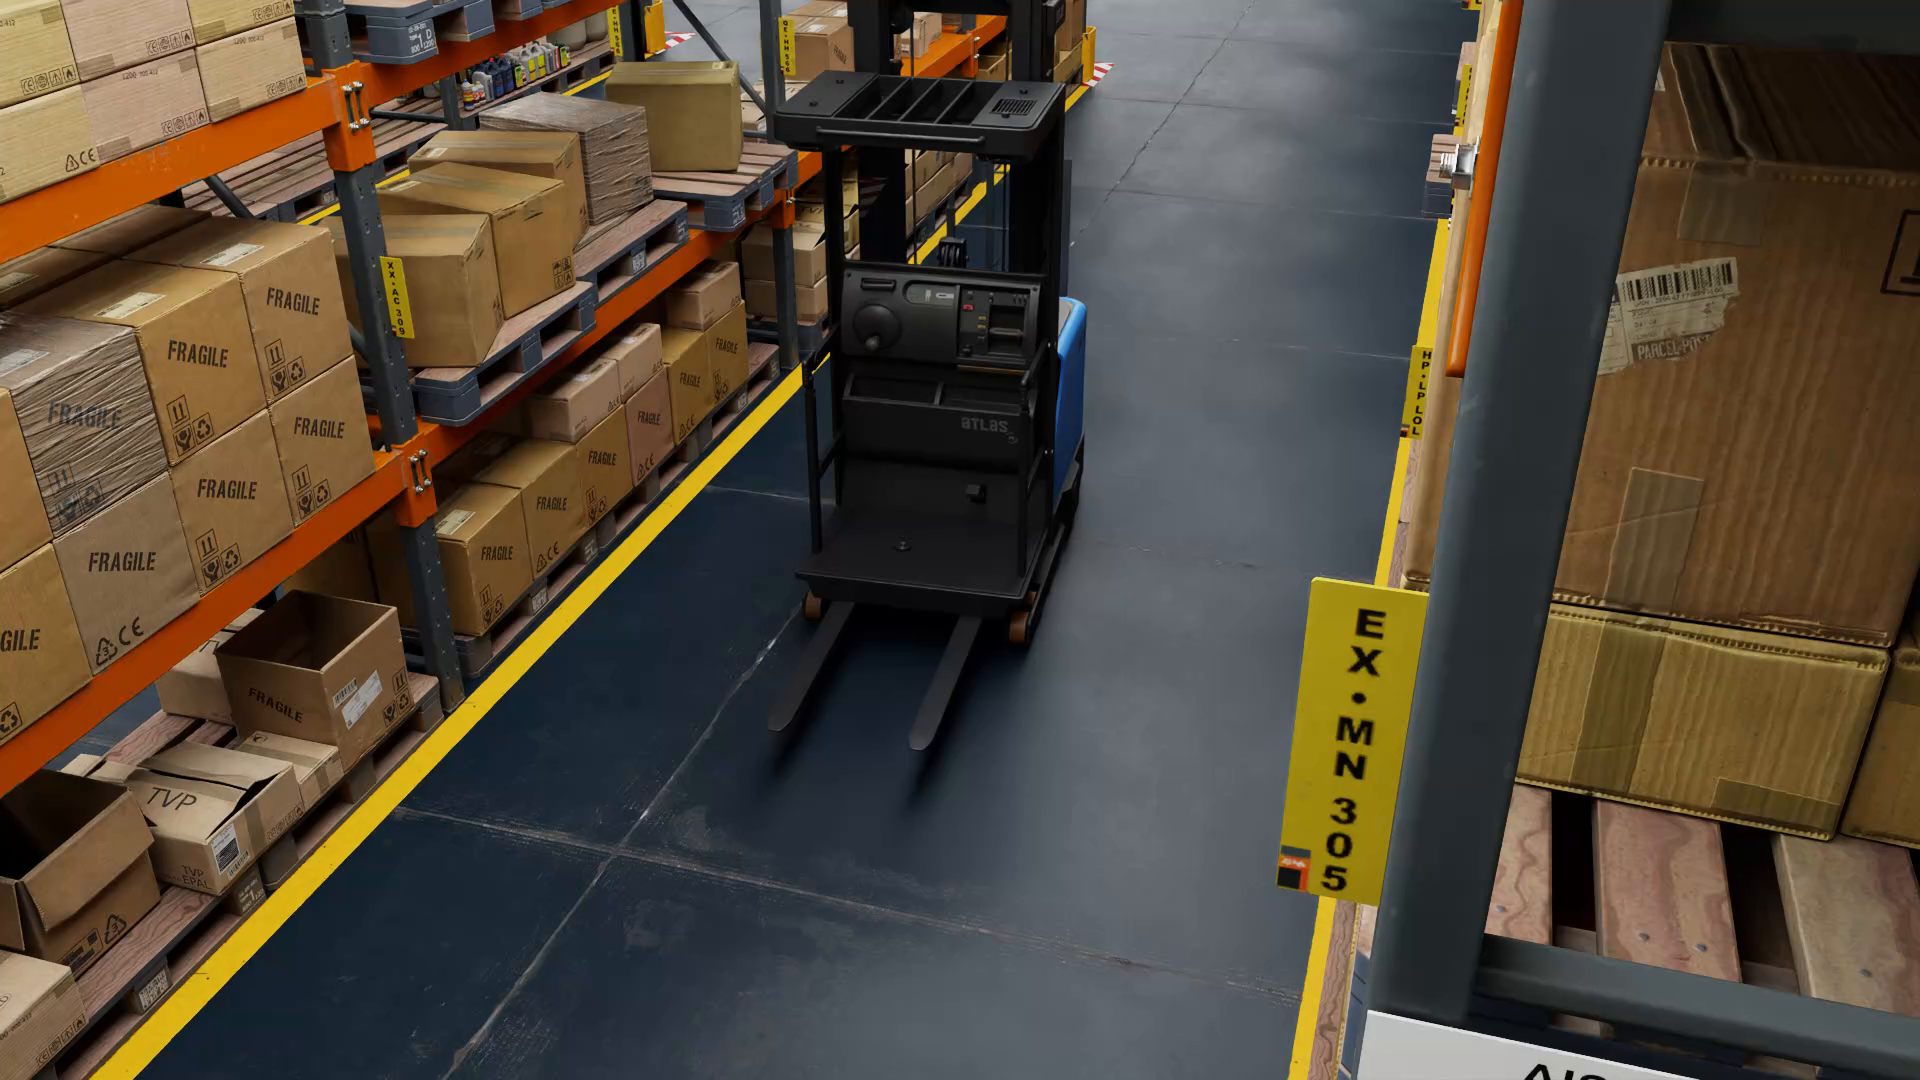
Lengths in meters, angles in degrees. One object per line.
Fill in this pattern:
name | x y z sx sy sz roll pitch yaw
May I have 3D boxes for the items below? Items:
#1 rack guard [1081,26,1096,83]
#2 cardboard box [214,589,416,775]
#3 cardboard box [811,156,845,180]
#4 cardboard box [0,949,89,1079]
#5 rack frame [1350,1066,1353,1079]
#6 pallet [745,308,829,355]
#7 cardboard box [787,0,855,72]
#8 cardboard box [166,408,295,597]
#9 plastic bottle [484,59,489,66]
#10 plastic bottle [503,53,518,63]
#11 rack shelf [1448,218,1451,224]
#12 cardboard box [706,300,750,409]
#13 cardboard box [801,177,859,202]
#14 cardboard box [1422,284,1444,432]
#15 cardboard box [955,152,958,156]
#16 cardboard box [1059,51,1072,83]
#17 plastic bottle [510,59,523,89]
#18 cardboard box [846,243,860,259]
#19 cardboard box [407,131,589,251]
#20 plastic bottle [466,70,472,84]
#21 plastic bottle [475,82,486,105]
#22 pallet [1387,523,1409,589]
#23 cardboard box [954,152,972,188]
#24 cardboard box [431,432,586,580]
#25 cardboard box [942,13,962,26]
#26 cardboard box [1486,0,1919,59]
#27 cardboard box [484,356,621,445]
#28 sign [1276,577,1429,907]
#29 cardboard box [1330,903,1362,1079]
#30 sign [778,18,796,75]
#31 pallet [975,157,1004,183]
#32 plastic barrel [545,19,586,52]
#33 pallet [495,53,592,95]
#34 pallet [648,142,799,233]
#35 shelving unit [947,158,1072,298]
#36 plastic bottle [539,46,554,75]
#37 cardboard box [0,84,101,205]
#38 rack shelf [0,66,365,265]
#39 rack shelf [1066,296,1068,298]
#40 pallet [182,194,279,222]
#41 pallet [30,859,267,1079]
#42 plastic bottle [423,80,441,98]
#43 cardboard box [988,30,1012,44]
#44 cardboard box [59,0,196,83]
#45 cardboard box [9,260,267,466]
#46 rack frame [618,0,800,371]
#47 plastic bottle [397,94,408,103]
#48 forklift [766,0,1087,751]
rack guard | 0.817 -5.132 17.462 1.175 0.500 0.348 8 30 15
cardboard box | -2.608 0.568 6.761 0.500 0.500 0.500 8 30 15
cardboard box | -1.173 -2.711 12.357 0.500 0.311 0.500 9 30 16
cardboard box | -3.162 1.554 5.246 0.500 0.250 0.500 8 30 15
rack frame | 0.850 1.927 2.200 1.000 3.000 0.127 8 30 15
pallet | -1.259 -1.654 11.507 1.003 0.211 1.213 8 30 15
cardboard box | -0.906 -3.566 11.972 0.500 0.500 0.500 9 30 15
cardboard box | -2.763 -0.172 5.871 0.500 0.500 0.500 9 30 16
plastic bottle | -4.854 -4.965 16.943 0.097 0.271 0.097 0 29 0
plastic bottle | -4.433 -4.676 16.419 0.152 0.276 0.135 8 30 15
rack shelf | 2.612 -1.858 6.658 1.077 0.370 4.000 8 30 15
cardboard box | -1.588 -1.128 9.810 0.500 0.500 0.500 10 31 17
cardboard box | -0.805 -2.406 11.810 0.500 0.311 0.500 8 30 14
cardboard box | 0.963 -0.166 2.496 0.500 0.250 0.500 7 30 13
cardboard box | -0.209 -3.353 13.511 0.500 0.311 0.500 8 30 15
cardboard box | 0.800 -4.670 16.456 0.500 0.250 0.500 8 30 15
plastic bottle | -4.321 -4.543 16.172 0.061 0.283 0.133 10 31 17
cardboard box | -0.957 -1.913 11.500 0.500 0.250 0.500 8 30 13
cardboard box | -2.252 -1.694 8.175 0.700 0.500 0.500 1 29 2
plastic bottle | -4.619 -4.323 15.777 0.061 0.283 0.133 8 30 15
plastic bottle | -4.526 -4.213 15.663 0.097 0.201 0.097 0 29 0
pallet | 2.535 0.349 7.906 1.003 0.211 1.213 8 30 15
cardboard box | -0.208 -3.103 13.638 0.500 0.250 0.500 8 30 14
cardboard box | -2.191 -0.176 8.100 0.500 0.500 0.500 9 30 16
cardboard box | -0.240 -4.606 13.841 0.700 0.500 0.500 8 30 14
cardboard box | 0.962 -0.483 2.296 0.500 0.500 0.500 9 30 16
cardboard box | -2.044 -0.719 8.305 0.500 0.250 0.500 9 30 15
sign | 0.336 0.180 1.426 0.100 0.325 0.005 8 30 15
cardboard box | 1.194 1.218 3.167 0.980 0.700 0.700 8 30 14
sign | -1.016 -2.894 9.757 0.100 0.325 0.005 8 30 15
pallet | -0.090 -3.500 14.824 1.003 0.211 1.213 8 30 15
plastic barrel | -4.191 -5.469 17.622 0.421 0.512 0.421 0 29 0
pallet | -4.505 -4.720 17.017 1.003 0.211 1.213 8 30 15
pallet | -1.670 -2.087 9.613 1.213 0.211 1.003 8 30 15
shelving unit | 0.290 -1.339 9.615 0.538 1.500 1.048 6 30 11
plastic bottle | -4.185 -4.830 16.697 0.152 0.276 0.135 8 30 13
cardboard box | -2.896 -1.154 4.807 0.500 0.250 0.500 8 30 15
rack shelf | -3.299 -0.704 4.584 1.077 0.370 4.000 8 30 15
rack shelf | 0.290 -1.182 9.702 0.538 0.185 1.000 6 30 11
pallet | -6.007 -2.340 12.740 1.003 0.211 1.213 8 30 15
pallet | -3.271 1.470 5.891 1.003 0.211 1.213 8 30 15
plastic bottle | -5.047 -4.418 15.878 0.144 0.351 0.185 8 30 15
cardboard box | 0.365 -4.300 15.019 0.500 0.500 0.500 8 30 15
cardboard box | -2.745 -1.604 5.102 0.500 0.250 0.500 8 30 15
cardboard box | -2.761 -0.607 5.625 0.500 0.500 0.500 8 30 14
rack frame | -1.538 -2.496 10.151 1.000 3.000 0.127 8 30 15
plastic bottle | -5.289 -4.246 15.723 0.097 0.201 0.097 0 29 0
forklift | -0.139 -0.984 7.505 1.130 2.935 3.031 6 30 11
